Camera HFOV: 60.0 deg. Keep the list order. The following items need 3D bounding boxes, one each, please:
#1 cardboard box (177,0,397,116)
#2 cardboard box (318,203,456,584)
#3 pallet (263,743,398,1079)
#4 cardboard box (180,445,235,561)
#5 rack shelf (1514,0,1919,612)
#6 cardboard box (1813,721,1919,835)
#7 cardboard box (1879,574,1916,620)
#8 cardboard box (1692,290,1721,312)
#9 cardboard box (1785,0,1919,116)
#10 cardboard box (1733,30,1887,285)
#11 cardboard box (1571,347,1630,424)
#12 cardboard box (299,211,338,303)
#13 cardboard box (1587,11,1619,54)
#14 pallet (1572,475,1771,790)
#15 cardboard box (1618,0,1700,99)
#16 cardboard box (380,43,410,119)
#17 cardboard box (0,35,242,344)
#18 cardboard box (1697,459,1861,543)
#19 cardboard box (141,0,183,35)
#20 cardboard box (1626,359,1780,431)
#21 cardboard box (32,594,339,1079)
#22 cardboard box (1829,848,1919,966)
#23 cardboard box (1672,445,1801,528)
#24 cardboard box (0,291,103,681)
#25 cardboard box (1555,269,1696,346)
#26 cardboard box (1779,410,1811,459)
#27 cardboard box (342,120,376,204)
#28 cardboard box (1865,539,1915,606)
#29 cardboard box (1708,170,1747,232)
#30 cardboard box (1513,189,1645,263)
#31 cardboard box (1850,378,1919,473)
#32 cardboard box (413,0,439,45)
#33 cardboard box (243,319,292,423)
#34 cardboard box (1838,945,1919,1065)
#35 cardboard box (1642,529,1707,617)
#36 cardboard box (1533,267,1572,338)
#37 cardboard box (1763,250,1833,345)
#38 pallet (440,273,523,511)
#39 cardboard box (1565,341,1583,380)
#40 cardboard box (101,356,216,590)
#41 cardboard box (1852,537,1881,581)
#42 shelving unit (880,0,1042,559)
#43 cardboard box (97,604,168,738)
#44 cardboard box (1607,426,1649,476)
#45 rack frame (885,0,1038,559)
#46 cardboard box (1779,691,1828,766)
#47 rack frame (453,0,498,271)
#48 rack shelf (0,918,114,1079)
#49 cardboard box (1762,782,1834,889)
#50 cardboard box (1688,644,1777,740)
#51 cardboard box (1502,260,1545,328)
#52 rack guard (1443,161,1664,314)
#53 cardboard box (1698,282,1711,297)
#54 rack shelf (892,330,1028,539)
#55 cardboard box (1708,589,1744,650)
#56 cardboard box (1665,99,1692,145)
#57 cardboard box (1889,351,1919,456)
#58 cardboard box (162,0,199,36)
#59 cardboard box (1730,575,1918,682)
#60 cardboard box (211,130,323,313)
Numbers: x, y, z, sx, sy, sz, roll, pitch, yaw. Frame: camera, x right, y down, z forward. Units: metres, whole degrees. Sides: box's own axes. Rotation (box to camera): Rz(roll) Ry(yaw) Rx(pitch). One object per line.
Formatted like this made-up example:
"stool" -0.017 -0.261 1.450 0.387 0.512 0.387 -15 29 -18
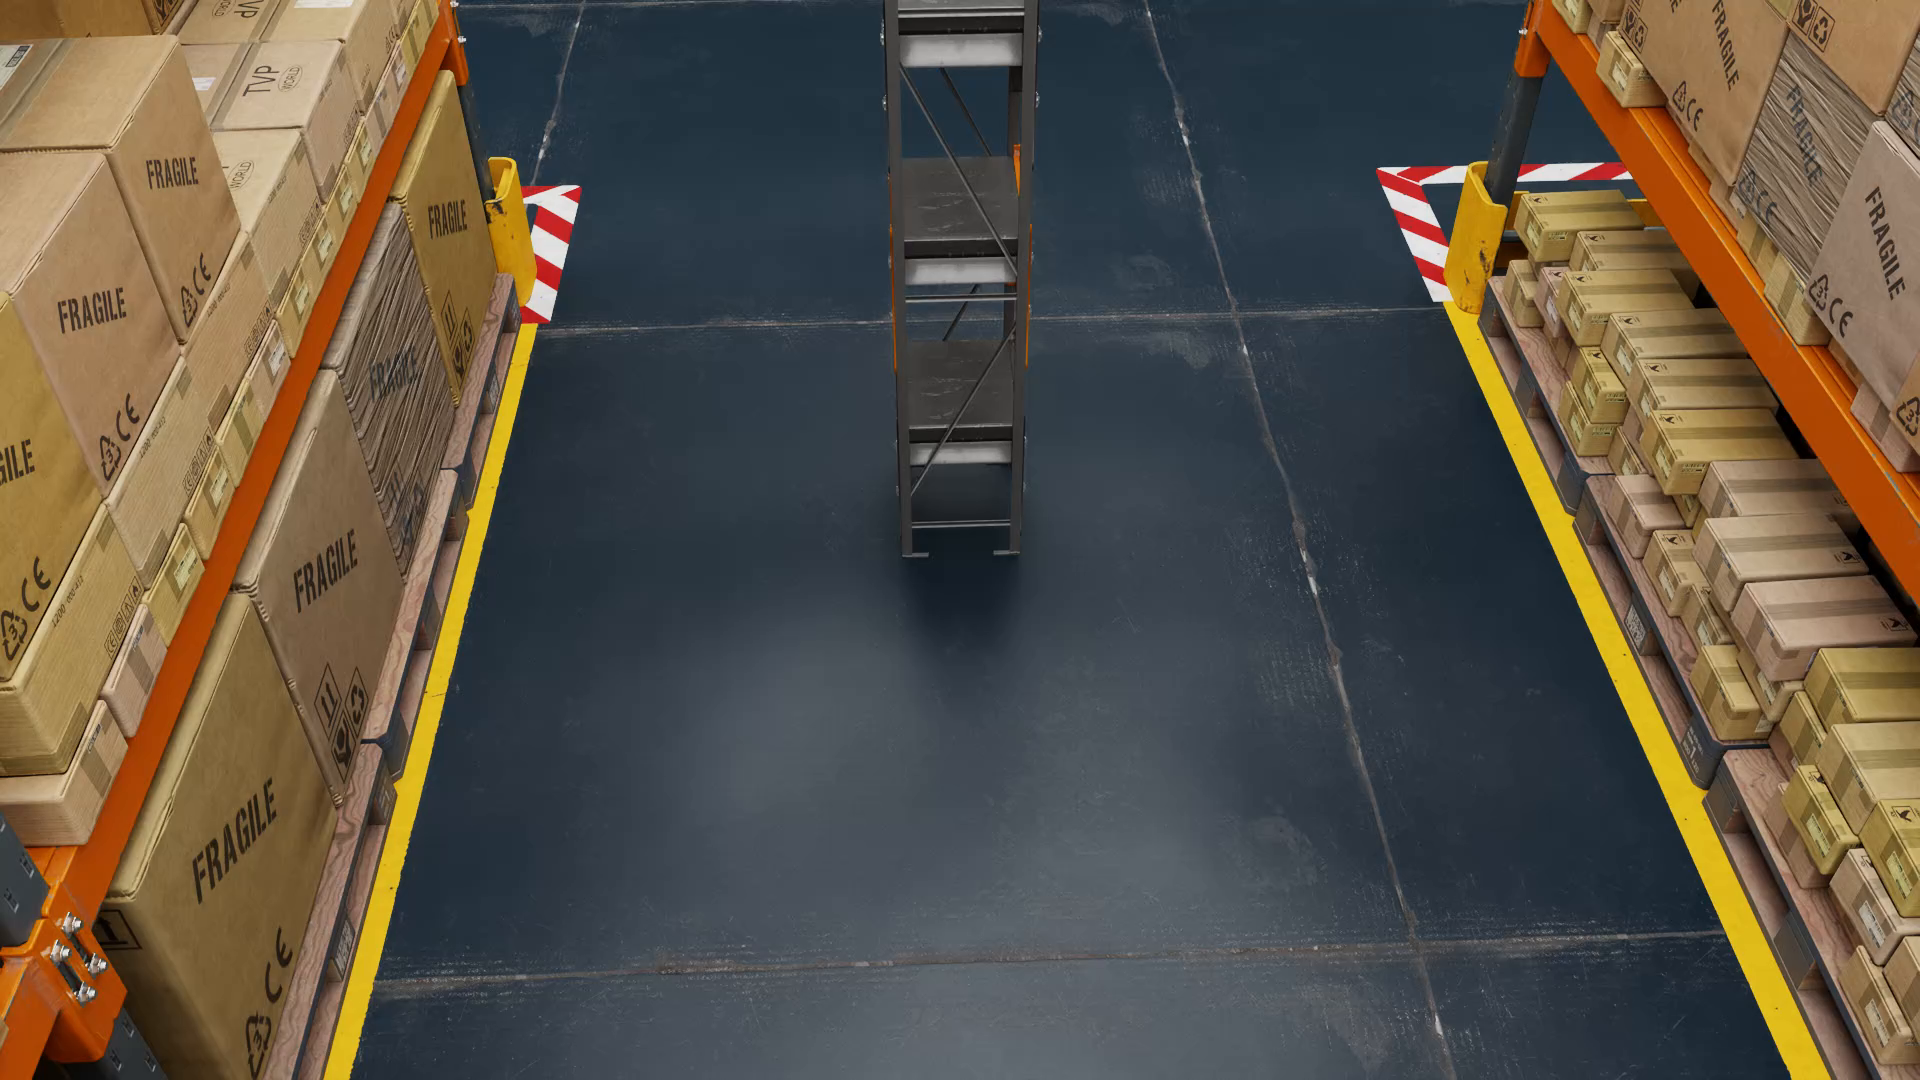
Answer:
"cardboard box" -2.047 -1.522 5.082 0.500 0.250 0.500 -2 43 -3
"cardboard box" -2.208 -0.457 5.291 0.875 0.875 0.875 -2 43 -2
"pallet" -2.138 1.083 4.412 1.003 0.211 1.213 -2 43 -2
"cardboard box" -1.900 -0.079 3.802 0.380 0.149 0.250 -3 43 -3
"rack shelf" 2.691 -0.589 4.705 1.077 0.370 4.000 -2 43 -2
"cardboard box" 2.432 0.601 4.233 0.380 0.149 0.250 -2 43 -2
"cardboard box" 2.989 0.156 4.938 0.380 0.149 0.250 -2 43 -2
"cardboard box" 2.871 -0.891 6.081 0.380 0.149 0.250 -3 43 -3
"cardboard box" 2.413 -1.372 3.993 0.500 0.500 0.500 -3 43 -3
"cardboard box" 2.433 -1.004 4.331 0.500 0.500 0.500 -3 43 -3
"cardboard box" 2.328 -0.531 5.688 0.380 0.149 0.250 0 43 0
"cardboard box" -1.945 -0.774 4.561 0.380 0.149 0.250 -1 43 -1
"cardboard box" 2.344 -1.713 5.584 0.380 0.149 0.250 0 43 0
"pallet" 2.657 0.246 5.325 1.003 0.211 1.213 -2 43 -2
"cardboard box" 2.397 -1.679 5.068 0.500 0.500 0.500 -2 43 -2
"cardboard box" -1.987 -1.460 5.309 0.380 0.149 0.250 -2 43 -2
"cardboard box" -1.989 -0.775 3.711 0.500 0.500 0.500 -3 43 -3
"cardboard box" 2.471 -0.109 5.008 0.380 0.149 0.250 -2 43 -2
"cardboard box" -2.582 -1.791 4.820 0.500 0.500 0.500 -3 43 -3
"cardboard box" 2.399 -0.455 5.385 0.380 0.149 0.250 0 43 0
"cardboard box" -2.132 0.751 3.972 0.875 0.875 0.875 -2 43 -2
"cardboard box" 2.421 0.897 4.130 0.380 0.149 0.250 -4 43 -4
"cardboard box" 2.487 -0.173 5.297 0.380 0.149 0.250 0 43 0
"cardboard box" -1.949 -0.091 2.965 0.500 0.500 0.500 -2 43 -2
"cardboard box" 2.303 -0.807 5.770 0.380 0.149 0.250 -2 43 -2
"cardboard box" 2.972 -0.369 5.512 0.380 0.149 0.250 -1 43 -1
"cardboard box" -1.965 -1.117 4.934 0.380 0.149 0.250 -3 43 -3
"cardboard box" 2.899 0.047 4.838 0.380 0.149 0.250 -3 43 -4
"cardboard box" 2.419 -1.007 4.815 0.380 0.149 0.250 -2 43 -3
"cardboard box" 2.289 -1.164 6.158 0.380 0.149 0.250 -3 43 -4
"cardboard box" 2.431 -0.307 4.051 0.380 0.149 0.250 -3 43 -4
"cardboard box" -2.010 -1.806 5.687 0.380 0.149 0.250 -1 43 -1
"cardboard box" -1.920 -0.421 4.175 0.380 0.149 0.250 -1 43 -1
"cardboard box" 2.419 1.138 4.088 0.380 0.149 0.250 -1 43 -1
"cardboard box" 2.387 0.099 5.221 0.380 0.149 0.250 -2 43 -2
"cardboard box" 2.327 -0.870 6.058 0.380 0.149 0.250 -2 43 -2
"cardboard box" 2.392 -0.650 4.426 0.380 0.149 0.250 -1 43 -1
"pallet" -2.242 -0.564 6.209 1.003 0.211 1.213 -2 43 -2
"cardboard box" 2.419 -0.603 5.987 0.380 0.149 0.250 -1 43 -1
"cardboard box" -1.958 -0.144 3.578 0.500 0.250 0.500 -2 43 -2
"cardboard box" 2.898 0.088 5.233 0.380 0.149 0.250 -1 43 -1
"shelving unit" -0.007 -0.886 5.162 0.431 2.100 0.503 -2 43 -2
"cardboard box" -1.875 0.277 3.414 0.380 0.149 0.250 -3 43 -3
"cardboard box" 2.426 -0.258 5.611 0.380 0.149 0.250 -2 43 -2
"rack frame" 0.003 -0.721 4.983 0.400 2.100 0.015 -2 43 -2
"cardboard box" 2.479 0.545 4.515 0.380 0.149 0.250 -1 43 -1
"rack frame" -2.354 -2.130 5.854 1.000 3.000 0.127 -2 43 -2
"rack shelf" -2.099 2.186 1.678 1.077 0.370 4.000 -2 43 -2
"cardboard box" 2.416 0.783 4.475 0.380 0.149 0.250 -3 43 -3
"cardboard box" 2.375 0.439 4.850 0.380 0.149 0.250 -2 43 -2
"cardboard box" 2.308 -0.945 6.360 0.380 0.149 0.250 -1 43 -1
"rack guard" 2.609 -1.231 6.723 1.175 0.500 0.348 -2 43 -2
"cardboard box" 2.835 -1.006 5.986 0.380 0.149 0.250 -1 43 -1
"rack shelf" -0.007 -0.360 5.645 0.431 0.518 0.480 -2 43 -2
"cardboard box" 2.458 0.192 4.900 0.380 0.149 0.250 -4 43 -4
"cardboard box" 2.450 -1.358 5.198 0.380 0.149 0.250 0 43 0
"cardboard box" 2.452 -0.319 3.584 0.500 0.500 0.500 -3 43 -3
"cardboard box" -2.575 -1.502 5.059 0.500 0.250 0.500 -2 43 -2
"cardboard box" 2.396 0.244 4.623 0.380 0.149 0.250 -4 43 -4
"cardboard box" -1.999 -0.827 4.323 0.500 0.250 0.500 -2 43 -2
